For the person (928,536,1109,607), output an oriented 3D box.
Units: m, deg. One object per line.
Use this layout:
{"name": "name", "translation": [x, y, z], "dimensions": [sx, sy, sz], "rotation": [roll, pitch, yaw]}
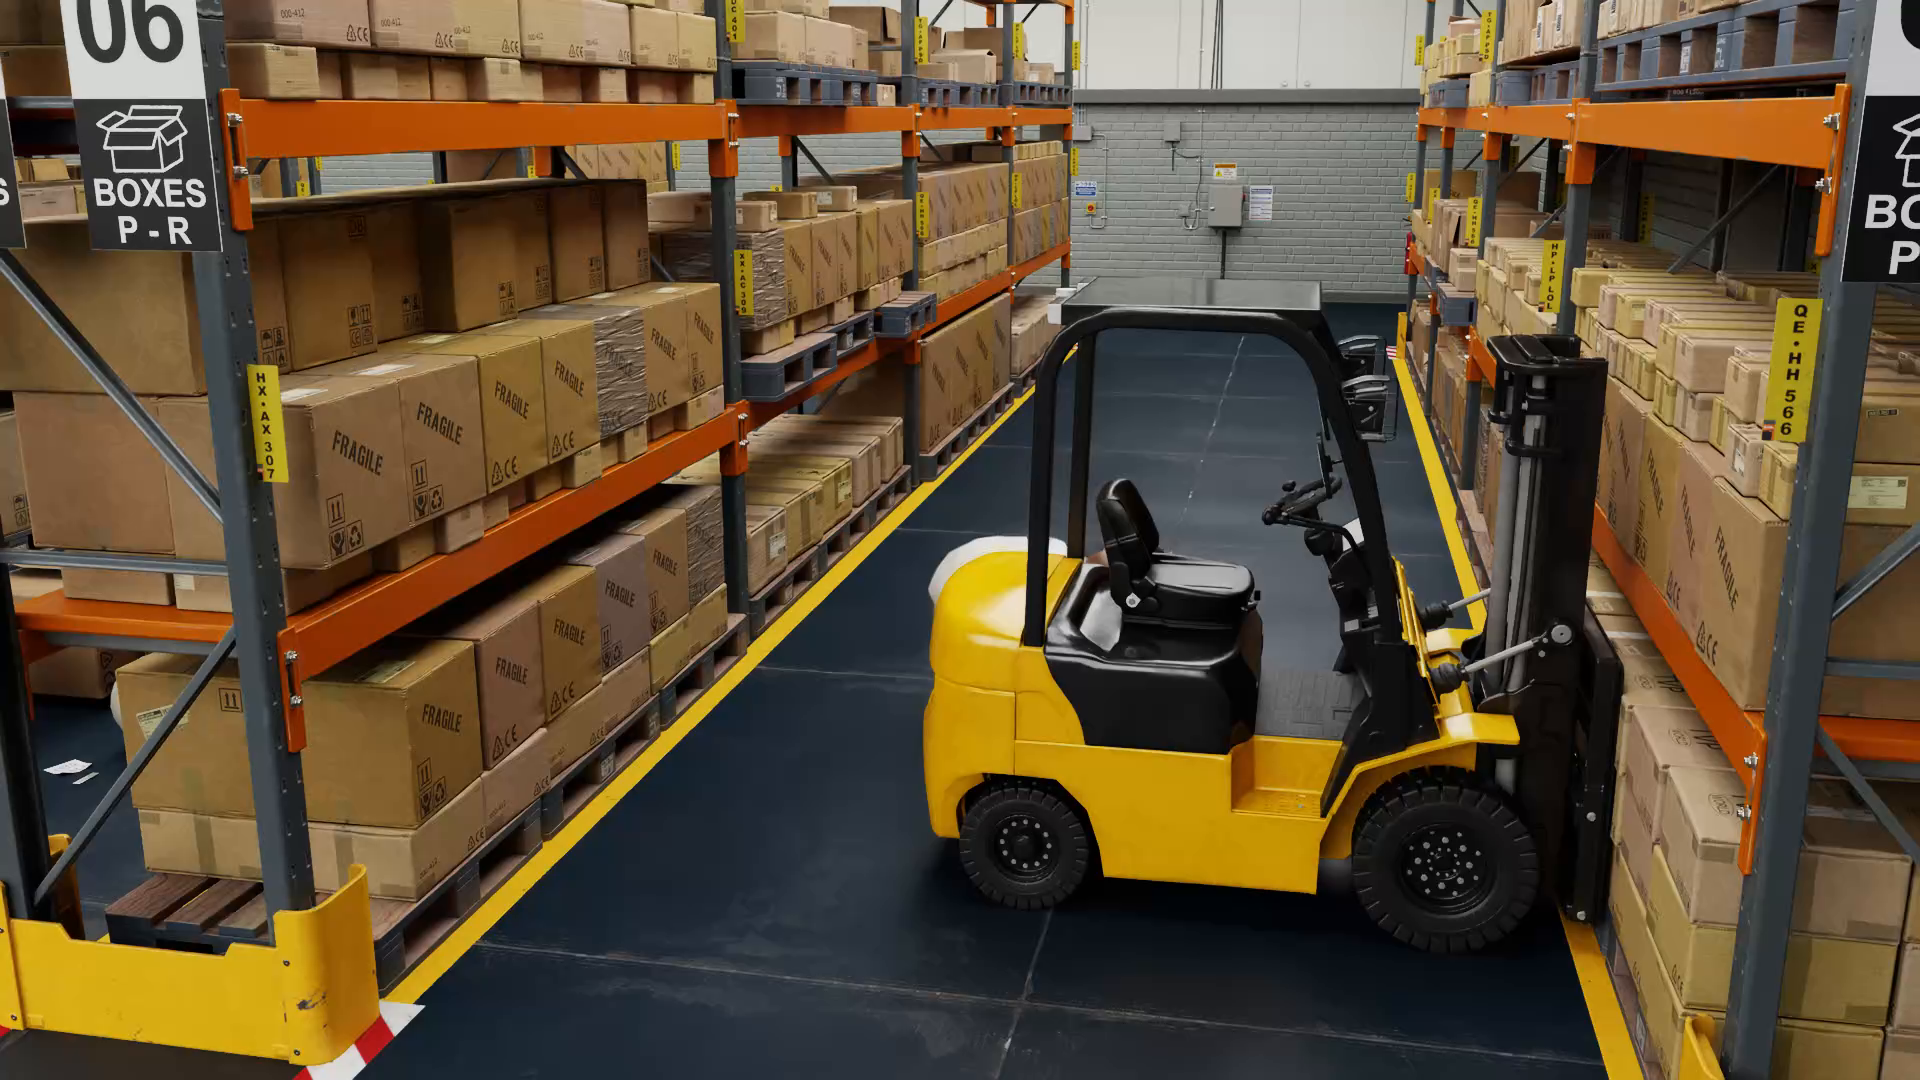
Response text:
{"name": "person", "translation": [0.326, 0.402, 7.944], "dimensions": [0.949, 0.836, 0.582], "rotation": [3, 15, 10]}
